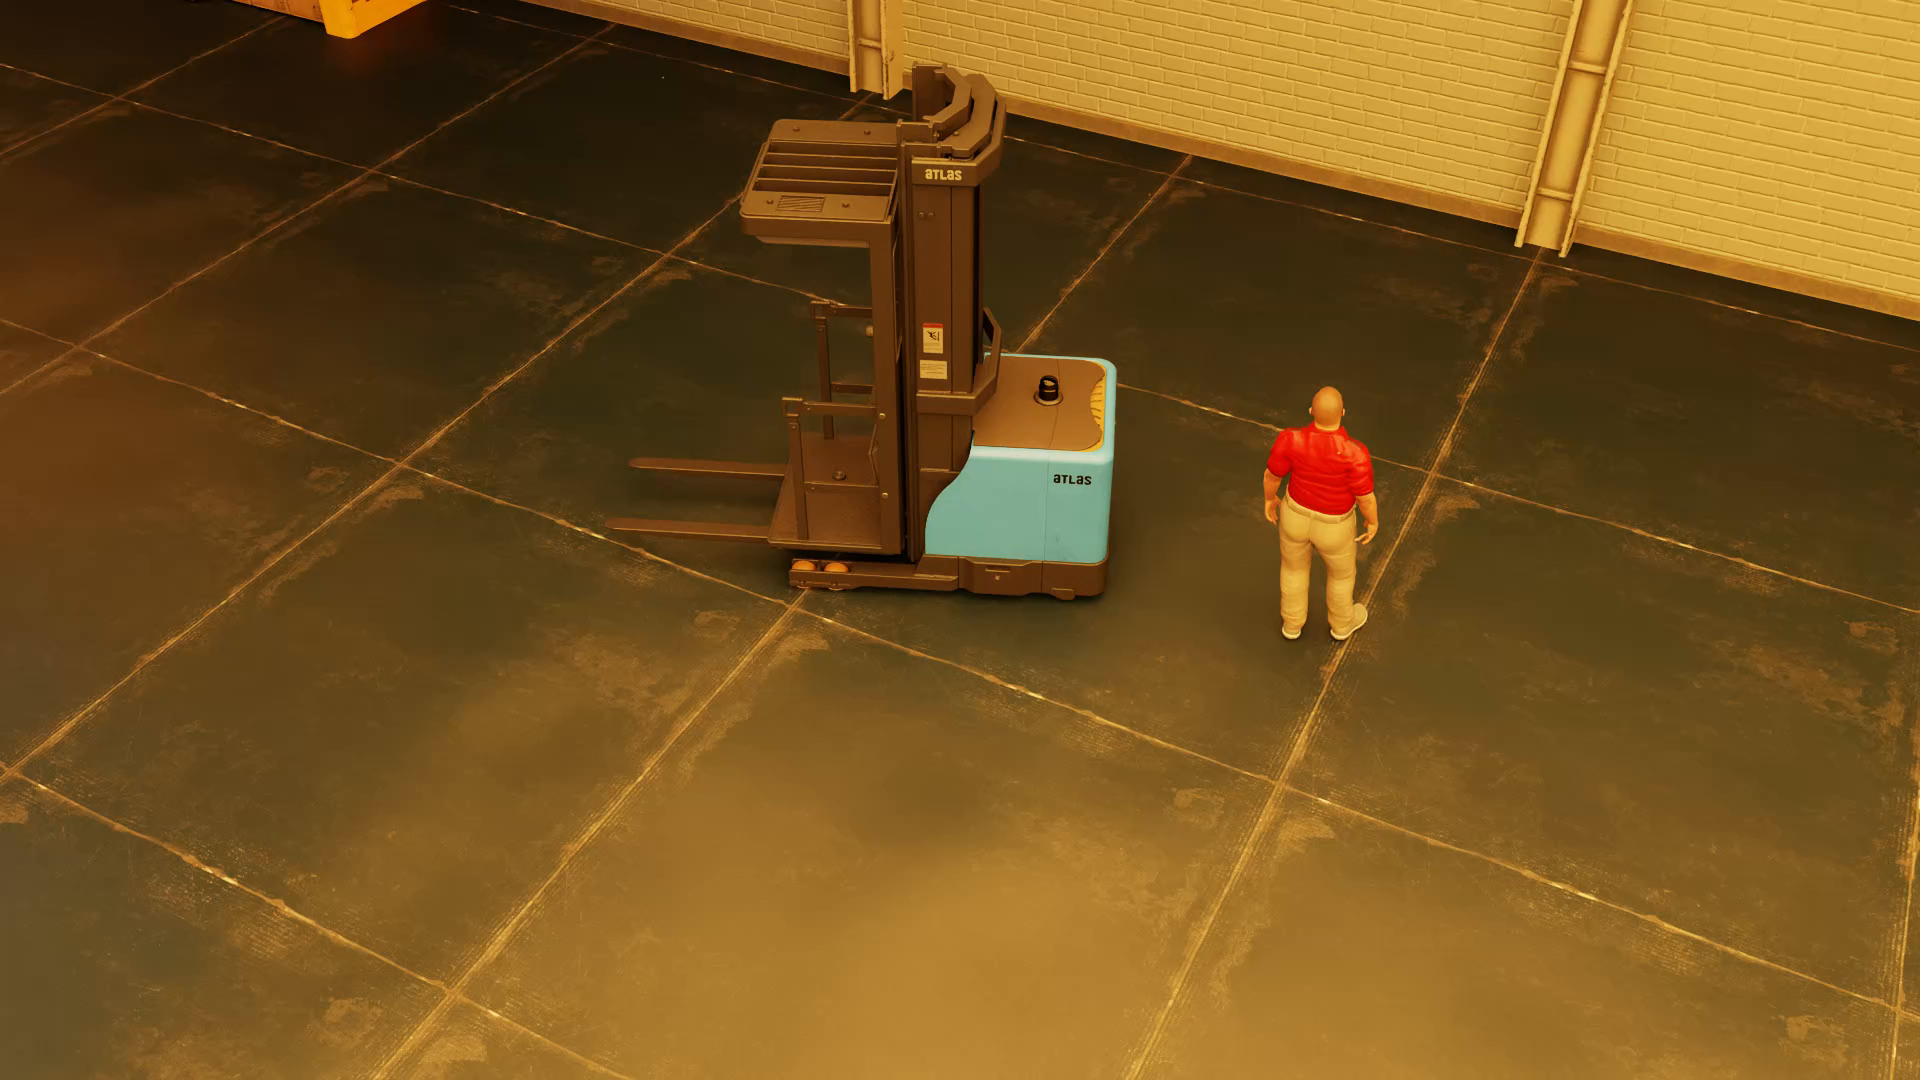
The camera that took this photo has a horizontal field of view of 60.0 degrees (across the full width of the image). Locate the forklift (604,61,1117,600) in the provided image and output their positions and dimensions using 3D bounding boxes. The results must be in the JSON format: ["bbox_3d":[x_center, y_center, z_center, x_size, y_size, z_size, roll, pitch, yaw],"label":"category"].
[{"bbox_3d":[-0.606,-1.157,9.360,3.031,2.935,1.130,3,40,4],"label":"forklift"}]

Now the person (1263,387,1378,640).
[{"bbox_3d":[1.993,-0.169,9.108,0.643,1.729,0.550,18,43,20],"label":"person"}]
